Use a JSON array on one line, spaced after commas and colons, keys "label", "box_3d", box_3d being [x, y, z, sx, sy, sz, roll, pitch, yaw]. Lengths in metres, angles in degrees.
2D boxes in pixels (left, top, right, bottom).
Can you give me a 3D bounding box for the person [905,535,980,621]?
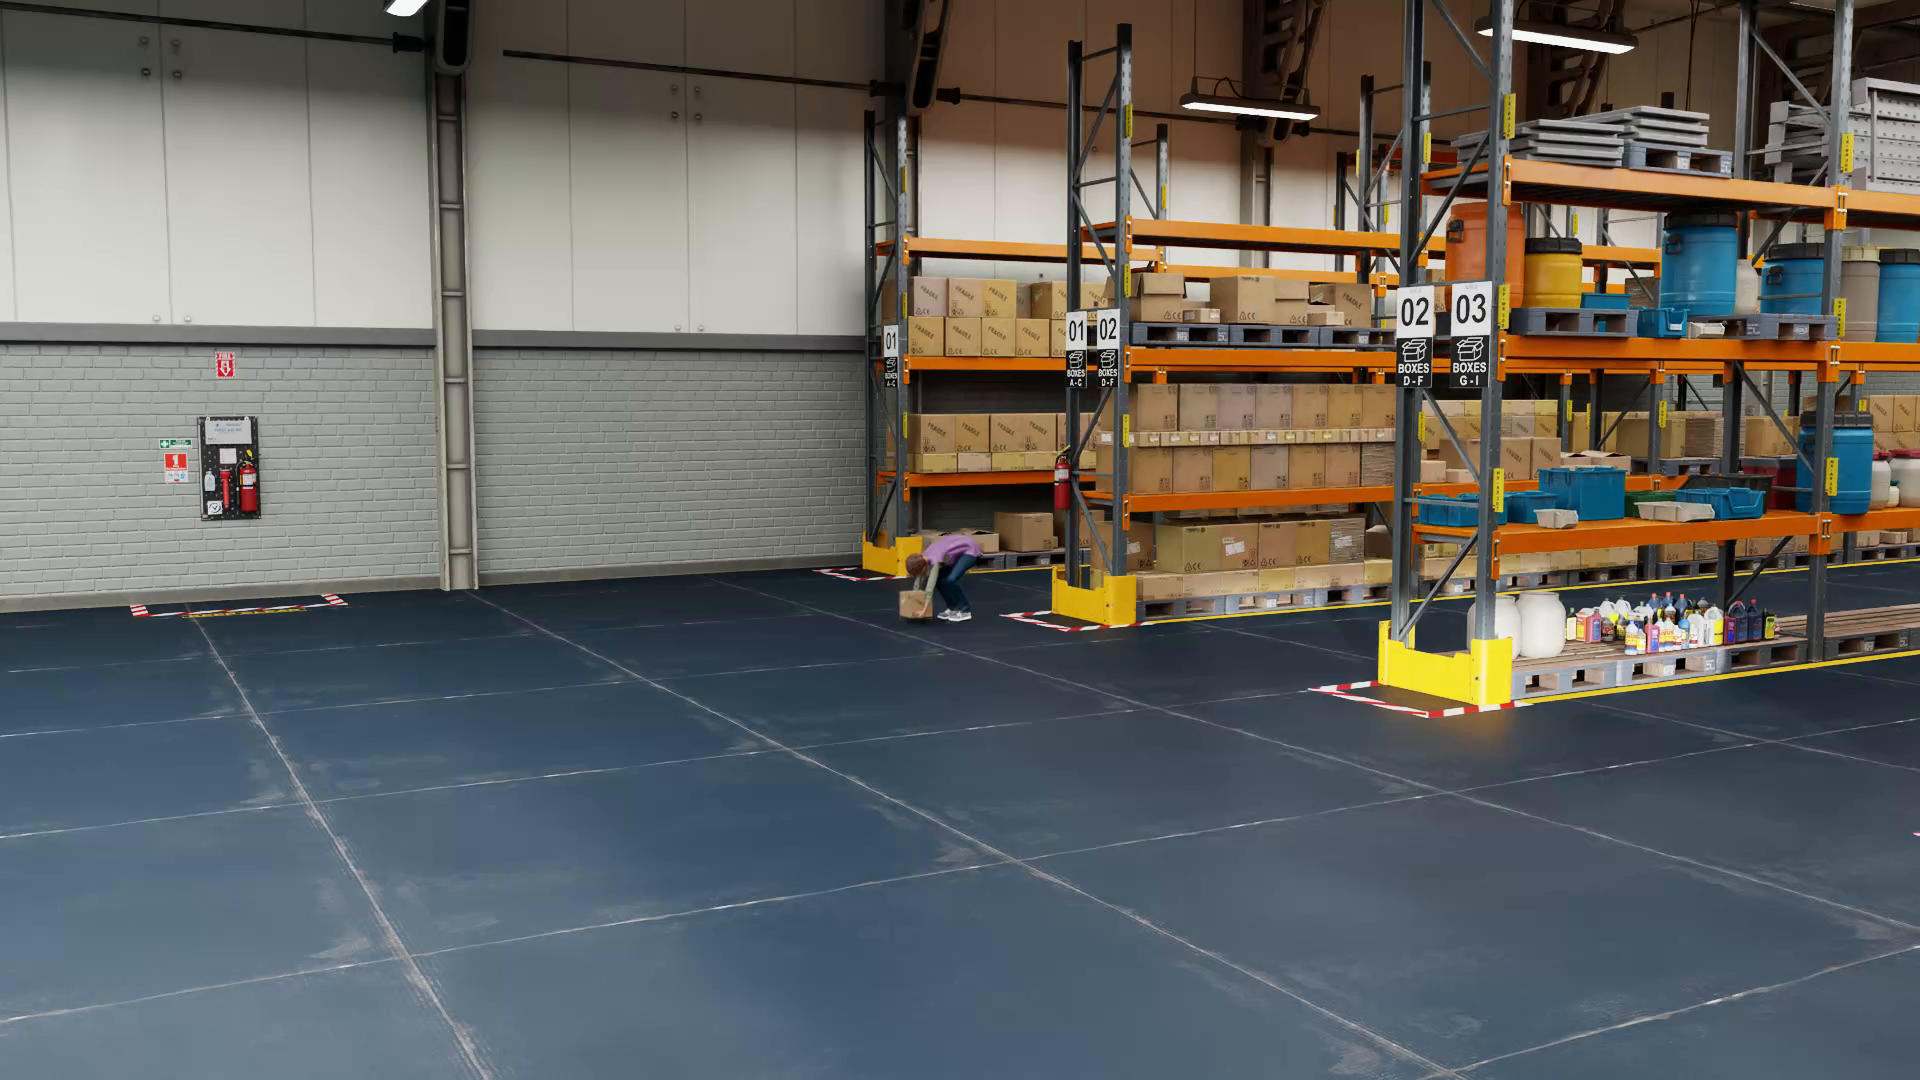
[{"label": "person", "box_3d": [-0.185, 0.415, 17.202, 0.854, 0.850, 0.423, -3, 6, -31]}]
